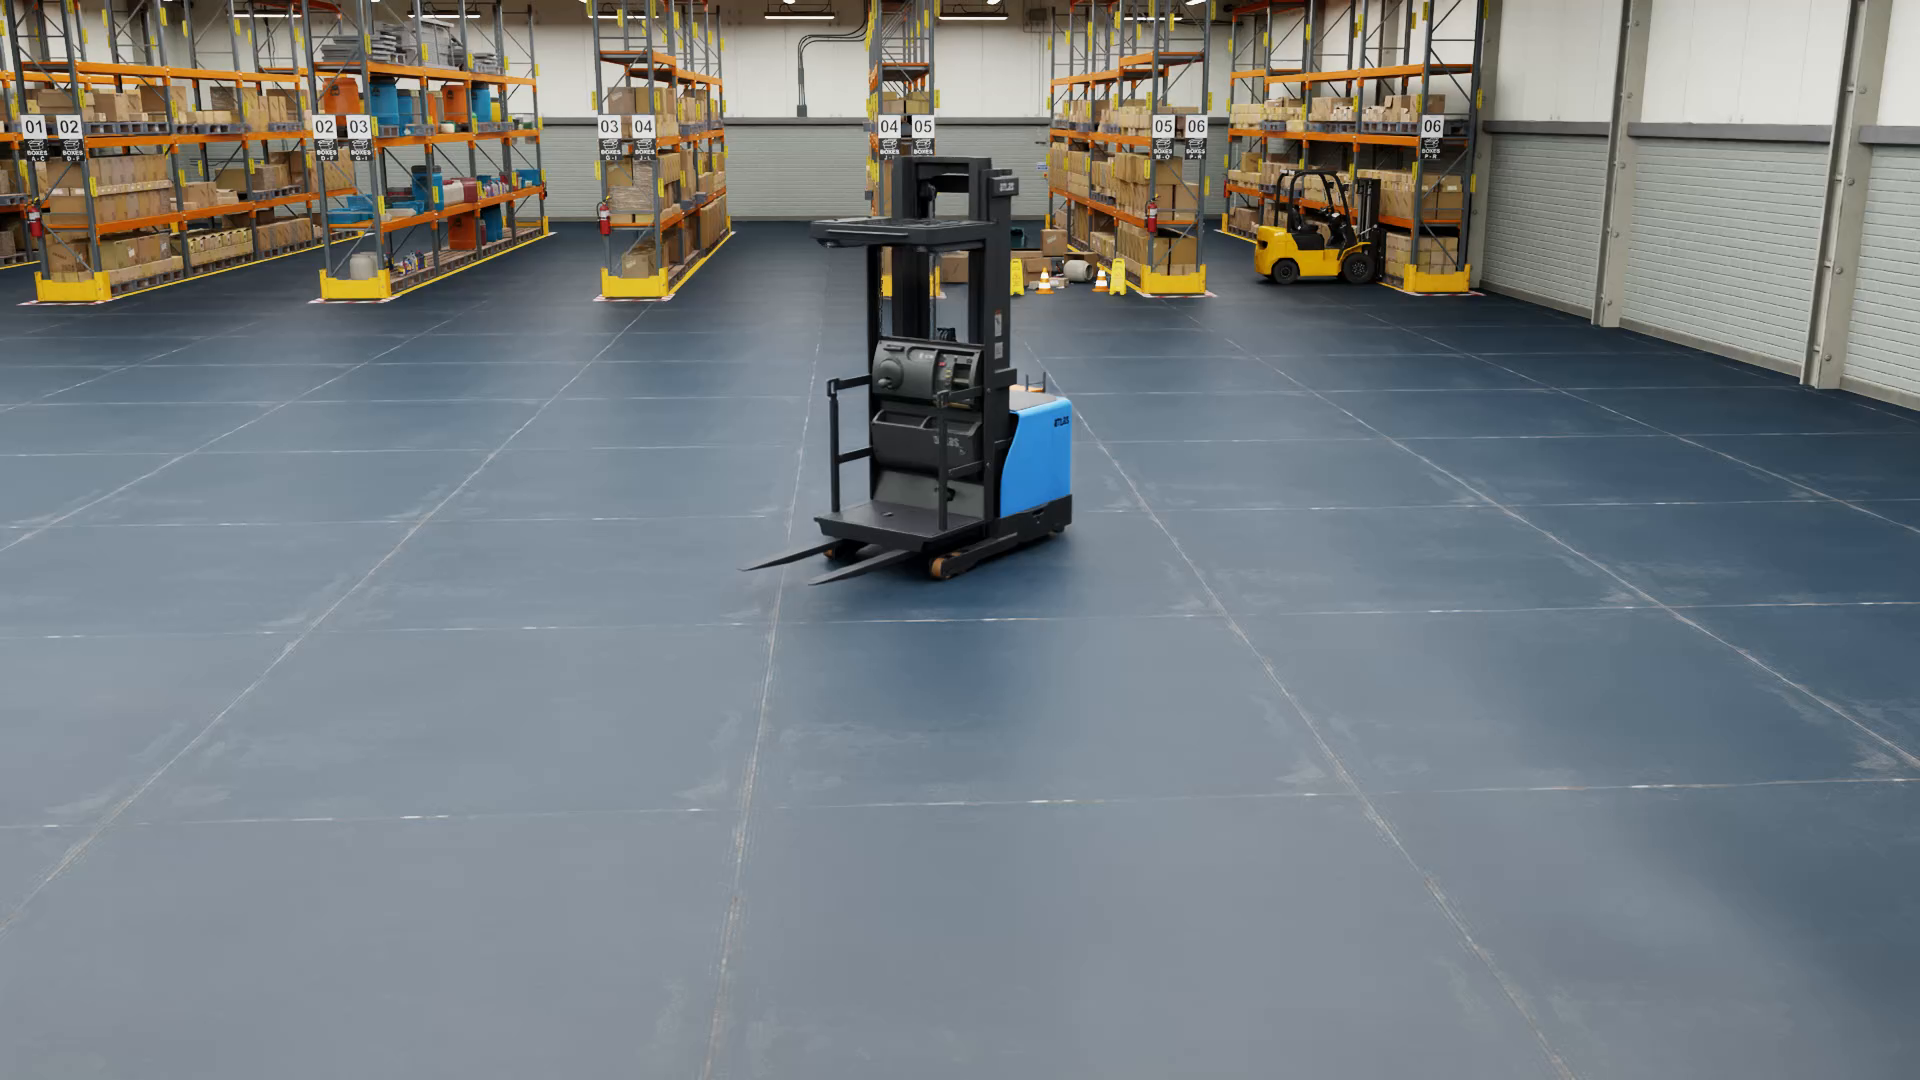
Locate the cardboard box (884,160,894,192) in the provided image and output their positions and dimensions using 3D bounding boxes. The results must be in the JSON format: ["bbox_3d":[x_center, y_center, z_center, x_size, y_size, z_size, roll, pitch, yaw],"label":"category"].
[{"bbox_3d":[-0.947,-6.641,30.351,0.875,0.550,0.550,-1,14,-3],"label":"cardboard box"}]

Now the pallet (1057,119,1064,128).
[{"bbox_3d":[3.115,-10.955,43.742,1.003,0.211,1.213,-1,14,-3],"label":"pallet"}]

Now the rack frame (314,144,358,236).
[{"bbox_3d":[-16.798,-9.729,44.818,1.000,3.000,0.127,-1,14,-3],"label":"rack frame"}]

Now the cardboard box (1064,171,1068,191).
[{"bbox_3d":[2.944,-9.199,42.557,0.500,0.500,0.500,-1,14,-3],"label":"cardboard box"}]

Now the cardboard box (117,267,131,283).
[{"bbox_3d":[-15.653,-4.882,30.657,0.500,0.250,0.500,-1,14,-3],"label":"cardboard box"}]

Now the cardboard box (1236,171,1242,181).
[{"bbox_3d":[7.759,-9.814,44.854,0.500,0.250,0.500,-1,14,-4],"label":"cardboard box"}]

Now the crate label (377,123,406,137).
[{"bbox_3d":[-10.649,-7.676,31.120,0.502,0.251,0.408,-1,14,-3],"label":"crate label"}]

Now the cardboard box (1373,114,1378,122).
[{"bbox_3d":[8.450,-8.402,33.103,0.380,0.149,0.250,0,14,-2],"label":"cardboard box"}]

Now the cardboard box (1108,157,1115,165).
[{"bbox_3d":[3.373,-8.110,35.583,0.380,0.149,0.250,-2,15,-6],"label":"cardboard box"}]

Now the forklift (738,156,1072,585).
[{"bbox_3d":[-0.371,-1.265,12.059,1.130,2.935,3.031,10,17,34],"label":"forklift"}]

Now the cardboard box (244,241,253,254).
[{"bbox_3d":[-16.027,-6.484,36.881,0.500,0.250,0.500,-1,14,-2],"label":"cardboard box"}]

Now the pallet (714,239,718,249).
[{"bbox_3d":[-6.540,-7.345,41.148,1.003,0.211,1.213,-1,14,-3],"label":"pallet"}]

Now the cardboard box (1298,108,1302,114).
[{"bbox_3d":[8.135,-10.052,38.959,0.380,0.149,0.250,-1,14,-5],"label":"cardboard box"}]

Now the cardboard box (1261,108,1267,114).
[{"bbox_3d":[7.763,-10.762,41.679,0.380,0.149,0.250,0,14,-2],"label":"cardboard box"}]

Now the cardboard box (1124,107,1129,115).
[{"bbox_3d":[3.459,-8.487,32.877,0.380,0.149,0.250,-1,14,-4],"label":"cardboard box"}]

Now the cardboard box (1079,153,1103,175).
[{"bbox_3d":[3.118,-8.952,39.593,0.500,0.500,0.500,-1,14,-3],"label":"cardboard box"}]

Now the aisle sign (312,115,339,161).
[{"bbox_3d":[-11.155,-7.061,29.234,0.394,0.787,0.004,-1,14,-3],"label":"aisle sign"}]

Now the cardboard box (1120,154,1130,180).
[{"bbox_3d":[3.548,-7.360,32.809,0.700,0.500,0.500,-1,14,-5],"label":"cardboard box"}]

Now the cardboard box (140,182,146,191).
[{"bbox_3d":[-15.747,-6.727,31.648,0.380,0.149,0.250,0,14,-2],"label":"cardboard box"}]

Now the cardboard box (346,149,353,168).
[{"bbox_3d":[-16.496,-10.155,44.267,0.500,0.500,0.500,-1,14,-4],"label":"cardboard box"}]

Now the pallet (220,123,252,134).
[{"bbox_3d":[-16.172,-8.933,36.084,1.213,0.211,1.003,0,14,-1],"label":"pallet"}]

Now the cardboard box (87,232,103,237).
[{"bbox_3d":[-21.325,-7.659,40.245,0.750,0.750,0.750,-1,14,-3],"label":"cardboard box"}]

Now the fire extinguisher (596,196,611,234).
[{"bbox_3d":[-6.372,-5.828,29.814,0.296,0.674,0.183,-1,14,-3],"label":"fire extinguisher"}]

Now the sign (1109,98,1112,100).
[{"bbox_3d":[3.769,-10.905,41.701,0.100,0.325,0.005,-1,14,-3],"label":"sign"}]

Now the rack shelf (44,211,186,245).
[{"bbox_3d":[-15.931,-5.898,31.375,1.077,0.370,4.000,-1,14,-3],"label":"rack shelf"}]

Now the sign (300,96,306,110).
[{"bbox_3d":[-15.997,-10.637,40.501,0.100,0.325,0.005,-1,14,-3],"label":"sign"}]

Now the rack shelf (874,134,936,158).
[{"bbox_3d":[-1.087,-7.555,31.792,1.077,0.370,4.000,-1,14,-3],"label":"rack shelf"}]

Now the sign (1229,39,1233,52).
[{"bbox_3d":[7.392,-13.499,45.398,0.100,0.325,0.005,-1,14,-3],"label":"sign"}]

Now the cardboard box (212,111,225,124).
[{"bbox_3d":[-16.168,-9.080,35.737,0.500,0.250,0.500,0,14,-2],"label":"cardboard box"}]

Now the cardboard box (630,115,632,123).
[{"bbox_3d":[-5.706,-7.547,29.818,0.380,0.149,0.250,-1,14,-4],"label":"cardboard box"}]

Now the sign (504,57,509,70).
[{"bbox_3d":[-11.057,-11.621,40.555,0.100,0.325,0.005,-1,14,-3],"label":"sign"}]

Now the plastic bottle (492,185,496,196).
[{"bbox_3d":[-11.183,-8.349,39.704,0.152,0.276,0.135,-1,14,-3],"label":"plastic bottle"}]

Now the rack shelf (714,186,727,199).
[{"bbox_3d":[-6.787,-9.035,43.565,1.077,0.370,4.000,-1,14,-3],"label":"rack shelf"}]

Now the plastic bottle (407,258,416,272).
[{"bbox_3d":[-10.745,-5.389,32.536,0.152,0.276,0.135,-1,14,-2],"label":"plastic bottle"}]

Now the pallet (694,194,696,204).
[{"bbox_3d":[-6.252,-7.306,35.789,1.003,0.211,1.213,-1,14,-3],"label":"pallet"}]

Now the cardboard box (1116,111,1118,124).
[{"bbox_3d":[3.543,-8.776,34.552,0.500,0.250,0.500,-1,14,-5],"label":"cardboard box"}]

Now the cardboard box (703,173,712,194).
[{"bbox_3d":[-6.338,-8.699,40.615,0.500,0.500,0.500,0,14,-2],"label":"cardboard box"}]

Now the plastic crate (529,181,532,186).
[{"bbox_3d":[-11.623,-9.505,44.359,0.396,0.136,0.243,-1,14,-3],"label":"plastic crate"}]

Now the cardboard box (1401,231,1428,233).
[{"bbox_3d":[9.005,-5.987,32.943,0.500,0.250,0.500,-1,14,-5],"label":"cardboard box"}]

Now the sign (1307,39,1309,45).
[{"bbox_3d":[8.735,-12.561,41.593,0.100,0.325,0.005,-1,14,-3],"label":"sign"}]

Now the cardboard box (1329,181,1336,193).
[{"bbox_3d":[8.327,-7.669,36.112,0.500,0.250,0.500,-1,14,-2],"label":"cardboard box"}]

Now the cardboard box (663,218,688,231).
[{"bbox_3d":[-6.301,-6.959,36.681,0.500,0.250,0.500,1,14,3],"label":"cardboard box"}]

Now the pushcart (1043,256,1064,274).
[{"bbox_3d":[1.451,-5.732,34.545,1.648,0.377,0.936,-6,16,-23],"label":"pushcart"}]

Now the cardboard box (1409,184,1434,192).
[{"bbox_3d":[8.624,-6.576,31.064,0.380,0.149,0.250,-1,14,-3],"label":"cardboard box"}]

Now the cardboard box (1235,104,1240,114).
[{"bbox_3d":[7.723,-11.636,44.913,0.500,0.250,0.500,-1,14,-4],"label":"cardboard box"}]

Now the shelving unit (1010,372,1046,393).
[{"bbox_3d":[0.430,-0.808,13.752,0.503,1.200,0.258,13,18,41],"label":"shelving unit"}]

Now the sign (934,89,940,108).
[{"bbox_3d":[-0.409,-7.874,29.678,0.100,0.325,0.005,-1,14,-3],"label":"sign"}]

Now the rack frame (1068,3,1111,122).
[{"bbox_3d":[3.228,-11.944,41.389,1.000,3.000,0.127,-1,14,-3],"label":"rack frame"}]

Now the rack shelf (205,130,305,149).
[{"bbox_3d":[-16.427,-9.341,38.734,1.077,0.370,4.000,-1,14,-3],"label":"rack shelf"}]

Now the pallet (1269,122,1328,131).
[{"bbox_3d":[8.219,-10.057,40.451,1.213,0.211,1.003,-1,14,-3],"label":"pallet"}]

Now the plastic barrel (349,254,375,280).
[{"bbox_3d":[-10.980,-4.986,30.535,0.421,0.512,0.421,0,14,0],"label":"plastic barrel"}]

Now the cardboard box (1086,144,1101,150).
[{"bbox_3d":[3.435,-10.032,42.486,0.380,0.149,0.250,-1,14,-3],"label":"cardboard box"}]
